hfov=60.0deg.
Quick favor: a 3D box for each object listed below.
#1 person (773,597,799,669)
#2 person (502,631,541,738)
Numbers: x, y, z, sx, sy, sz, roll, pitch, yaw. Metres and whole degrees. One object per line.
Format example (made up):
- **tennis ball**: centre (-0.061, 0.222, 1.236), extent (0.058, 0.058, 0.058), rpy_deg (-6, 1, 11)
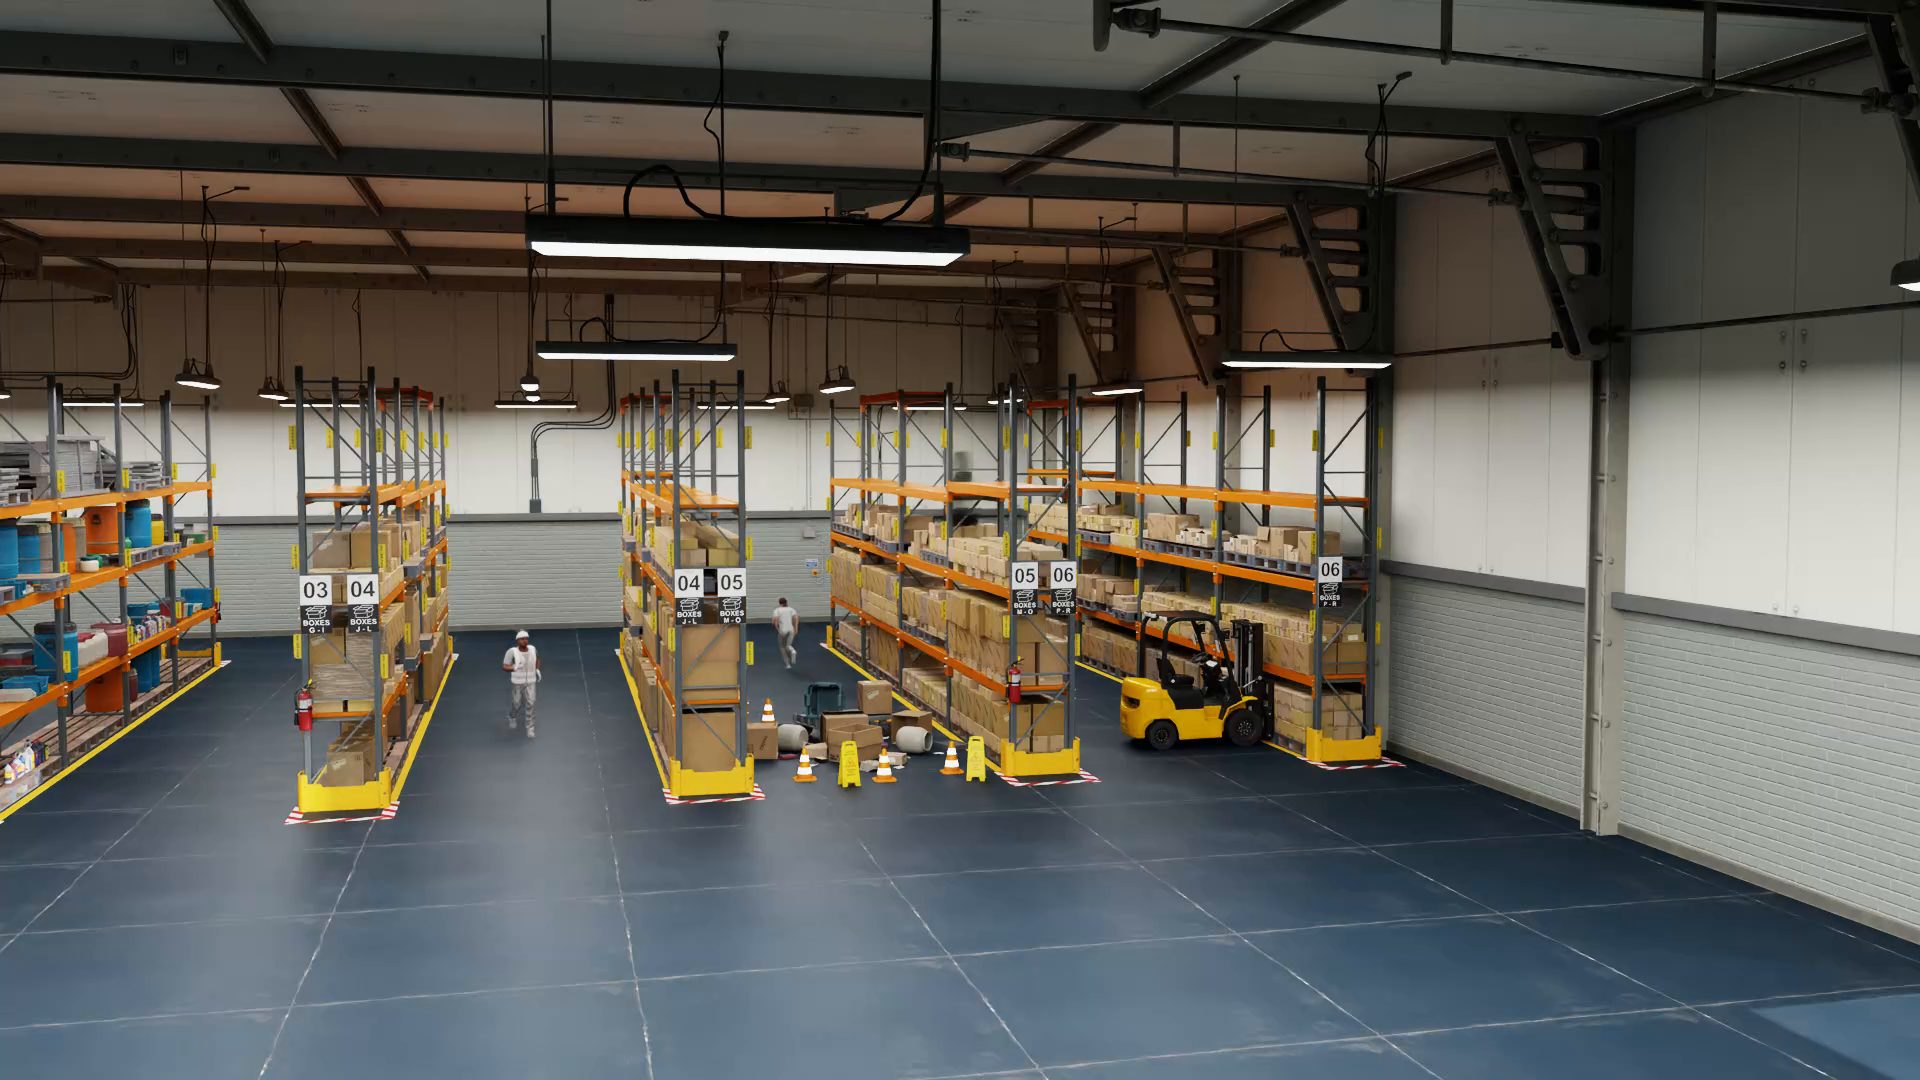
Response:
- **person**: centre (-3.772, 2.061, 36.303), extent (0.560, 1.610, 0.796), rpy_deg (-2, 4, -30)
- **person**: centre (-7.398, 2.411, 28.101), extent (0.703, 1.767, 0.943), rpy_deg (-2, 4, -33)
